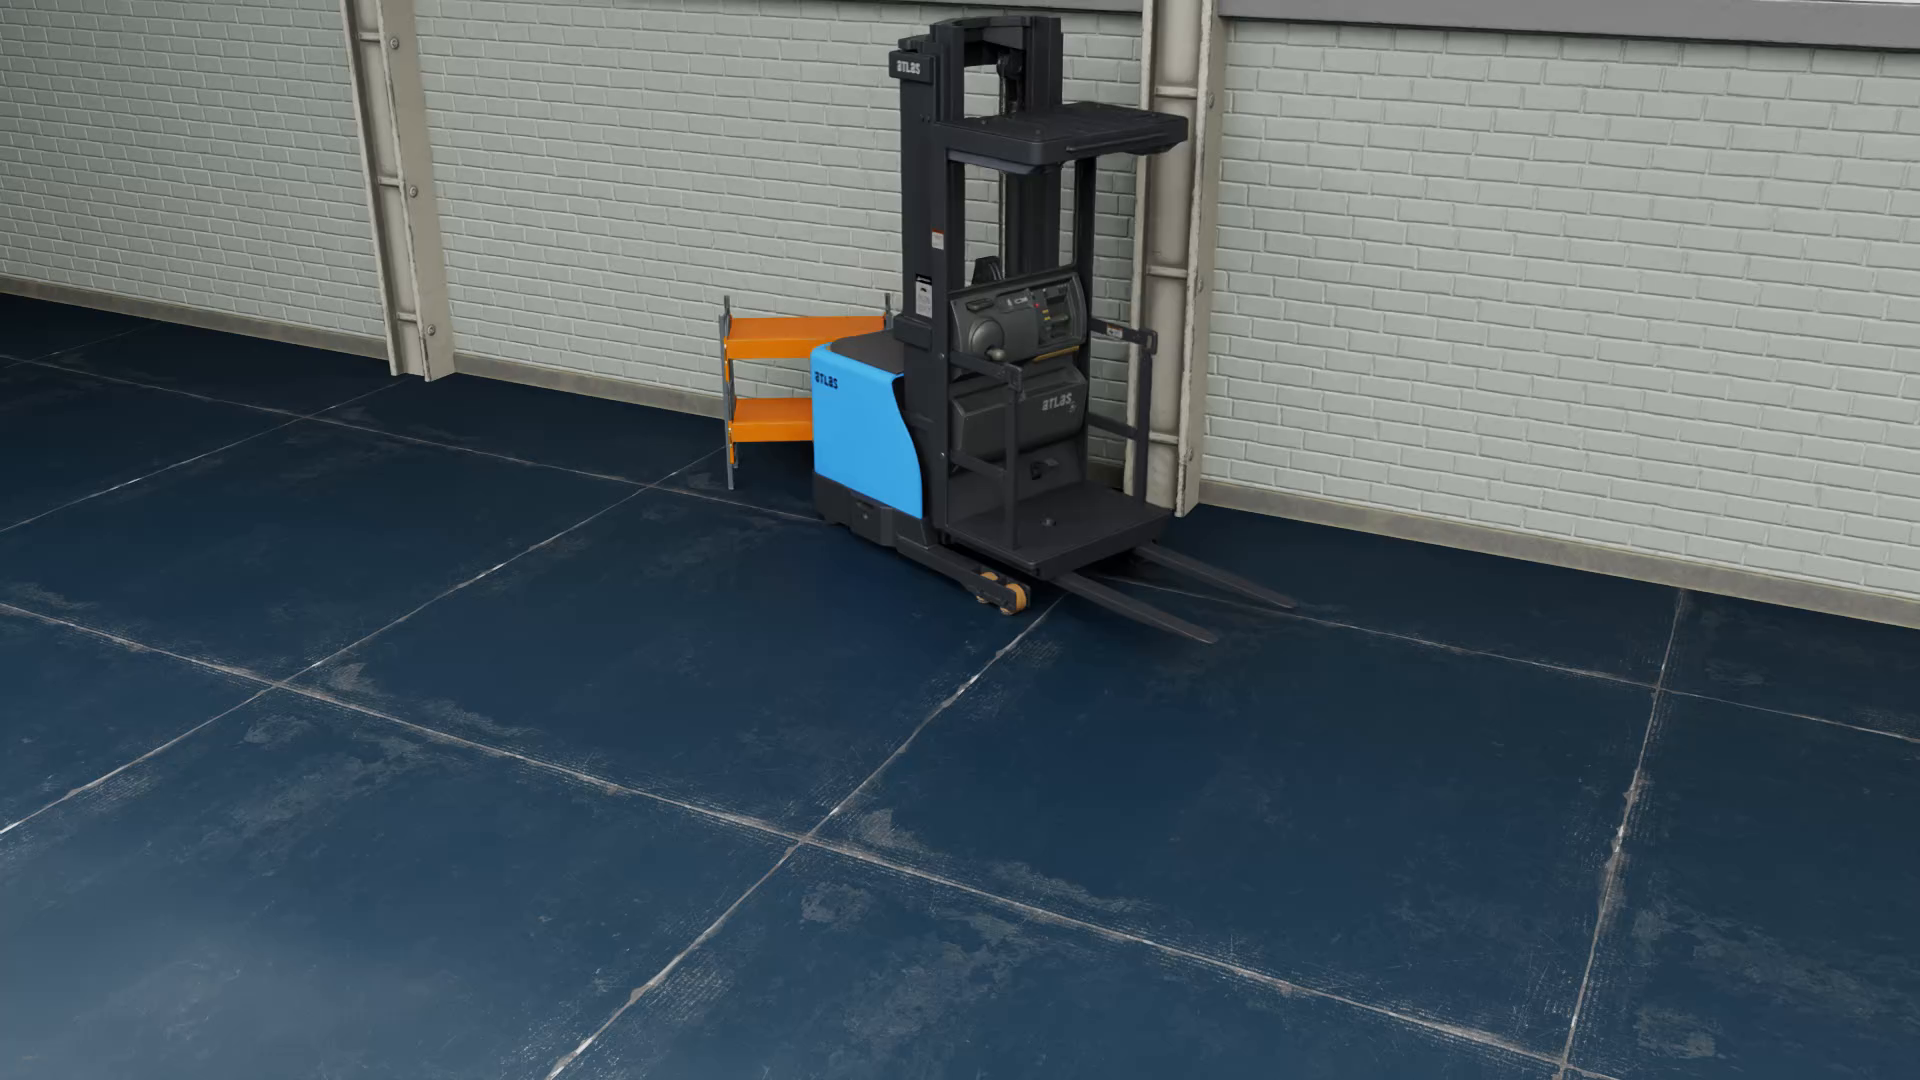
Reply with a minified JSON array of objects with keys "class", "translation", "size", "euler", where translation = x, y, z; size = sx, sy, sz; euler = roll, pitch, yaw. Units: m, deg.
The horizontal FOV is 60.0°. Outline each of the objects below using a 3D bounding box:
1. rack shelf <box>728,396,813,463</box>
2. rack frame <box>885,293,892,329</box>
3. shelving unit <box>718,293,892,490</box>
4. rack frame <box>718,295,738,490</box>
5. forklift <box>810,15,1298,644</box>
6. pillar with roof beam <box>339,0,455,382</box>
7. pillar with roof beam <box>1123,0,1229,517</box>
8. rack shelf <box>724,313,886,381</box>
[{"class":"rack shelf","translation":[-0.953,-0.720,10.631],"size":[1.000,0.278,0.538],"euler":[-1,23,-3]},{"class":"rack frame","translation":[-0.446,-0.957,10.563],"size":[0.032,1.125,0.500],"euler":[-1,23,-3]},{"class":"shelving unit","translation":[-0.953,-0.945,10.535],"size":[1.048,1.125,0.538],"euler":[-1,23,-3]},{"class":"rack frame","translation":[-1.461,-0.933,10.507],"size":[0.032,1.125,0.500],"euler":[-1,23,-3]},{"class":"forklift","translation":[0.463,-1.176,8.770],"size":[1.130,2.935,3.031],"euler":[-19,30,-37]},{"class":"pillar with roof beam","translation":[-6.055,-3.922,7.473],"size":[0.400,9.000,9.100],"euler":[11,25,25]},{"class":"pillar with roof beam","translation":[-0.700,-2.862,4.982],"size":[0.400,9.000,9.100],"euler":[11,25,25]},{"class":"rack shelf","translation":[-0.953,-1.215,10.421],"size":[1.000,0.278,0.538],"euler":[-1,23,-3]}]
